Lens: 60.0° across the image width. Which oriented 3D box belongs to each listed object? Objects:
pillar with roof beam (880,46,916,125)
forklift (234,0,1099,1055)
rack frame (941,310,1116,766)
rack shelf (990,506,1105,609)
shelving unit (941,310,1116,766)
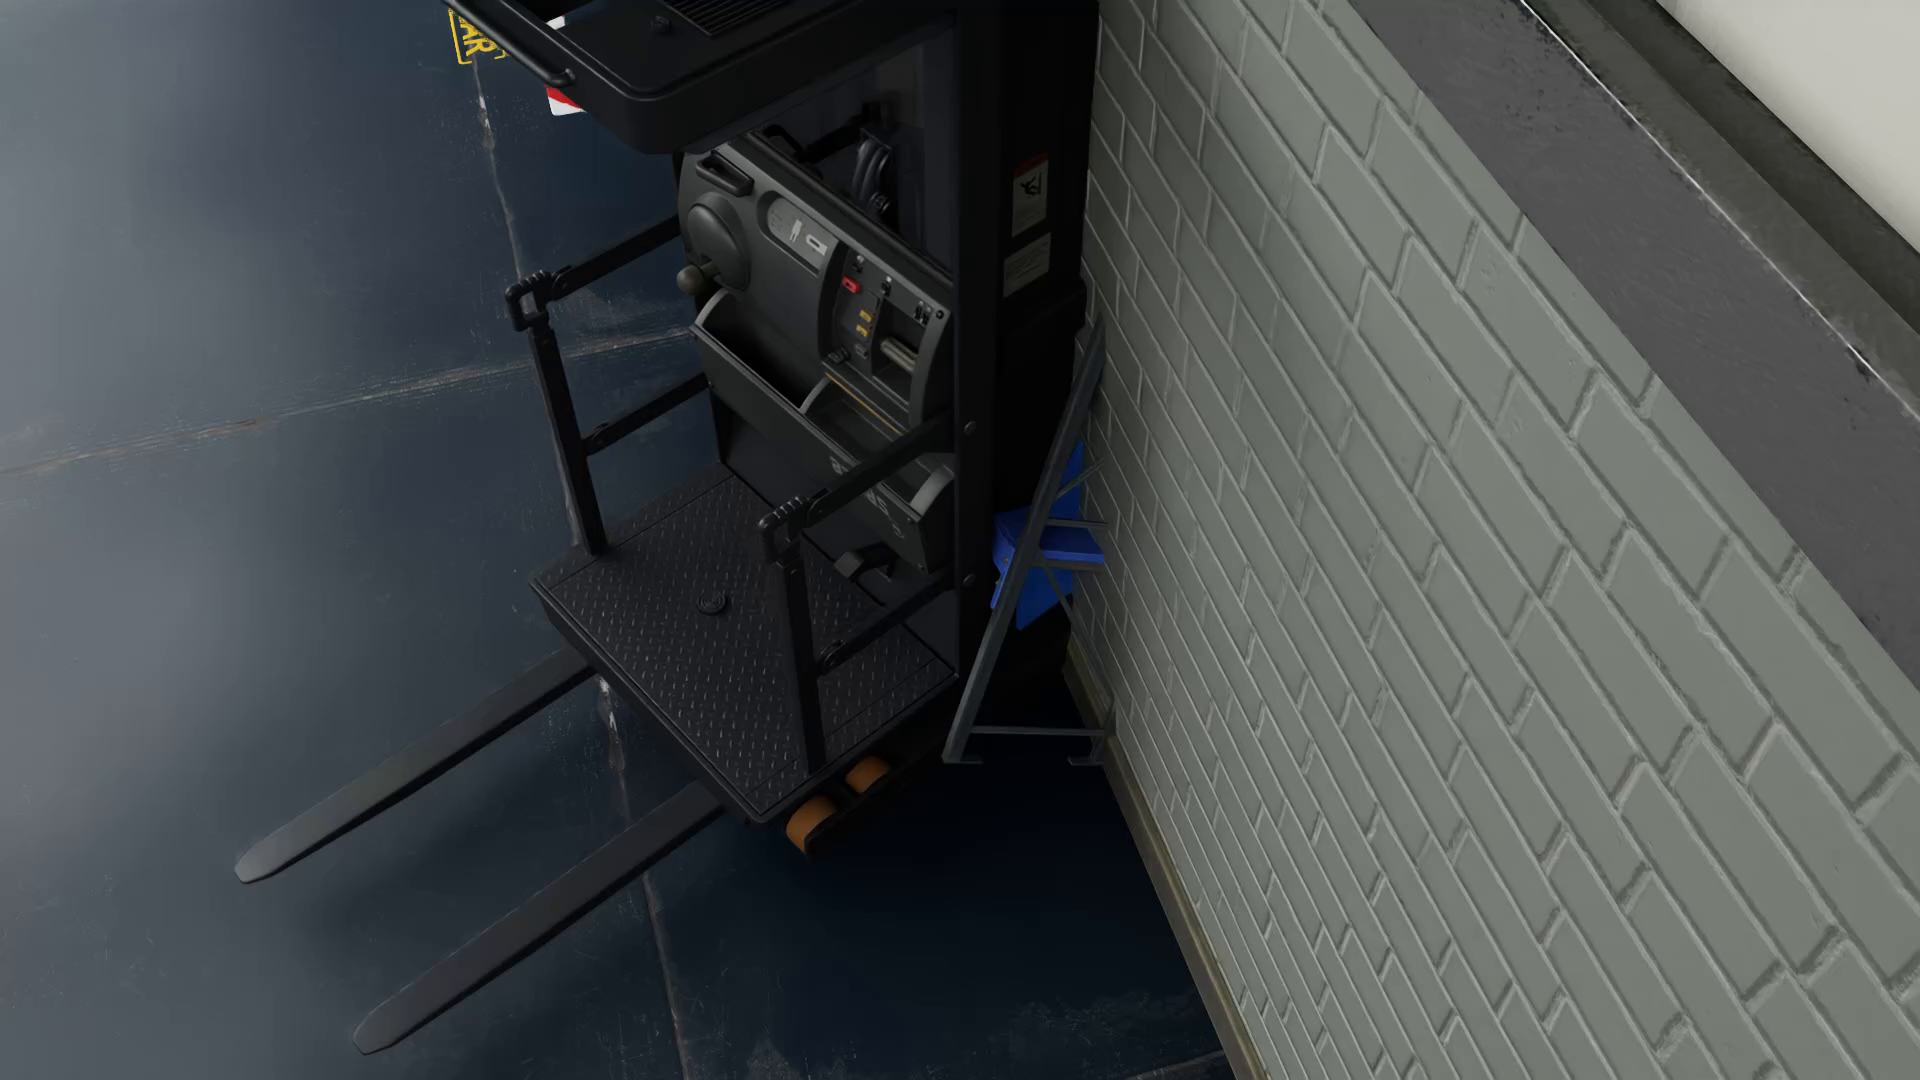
[{"bbox_3d":[-4.448,-2.809,1.733,9.100,9.000,0.400,-13,51,-11],"label":"pillar with roof beam"},{"bbox_3d":[-0.513,-0.548,3.795,3.031,2.935,1.130,-35,58,-26],"label":"forklift"},{"bbox_3d":[0.392,-0.030,4.214,0.500,1.500,0.032,5,30,-26],"label":"rack frame"},{"bbox_3d":[0.170,-0.145,4.692,0.538,0.185,1.000,5,30,-26],"label":"rack shelf"},{"bbox_3d":[0.222,-0.298,4.611,0.538,1.500,1.048,5,30,-26],"label":"shelving unit"}]
